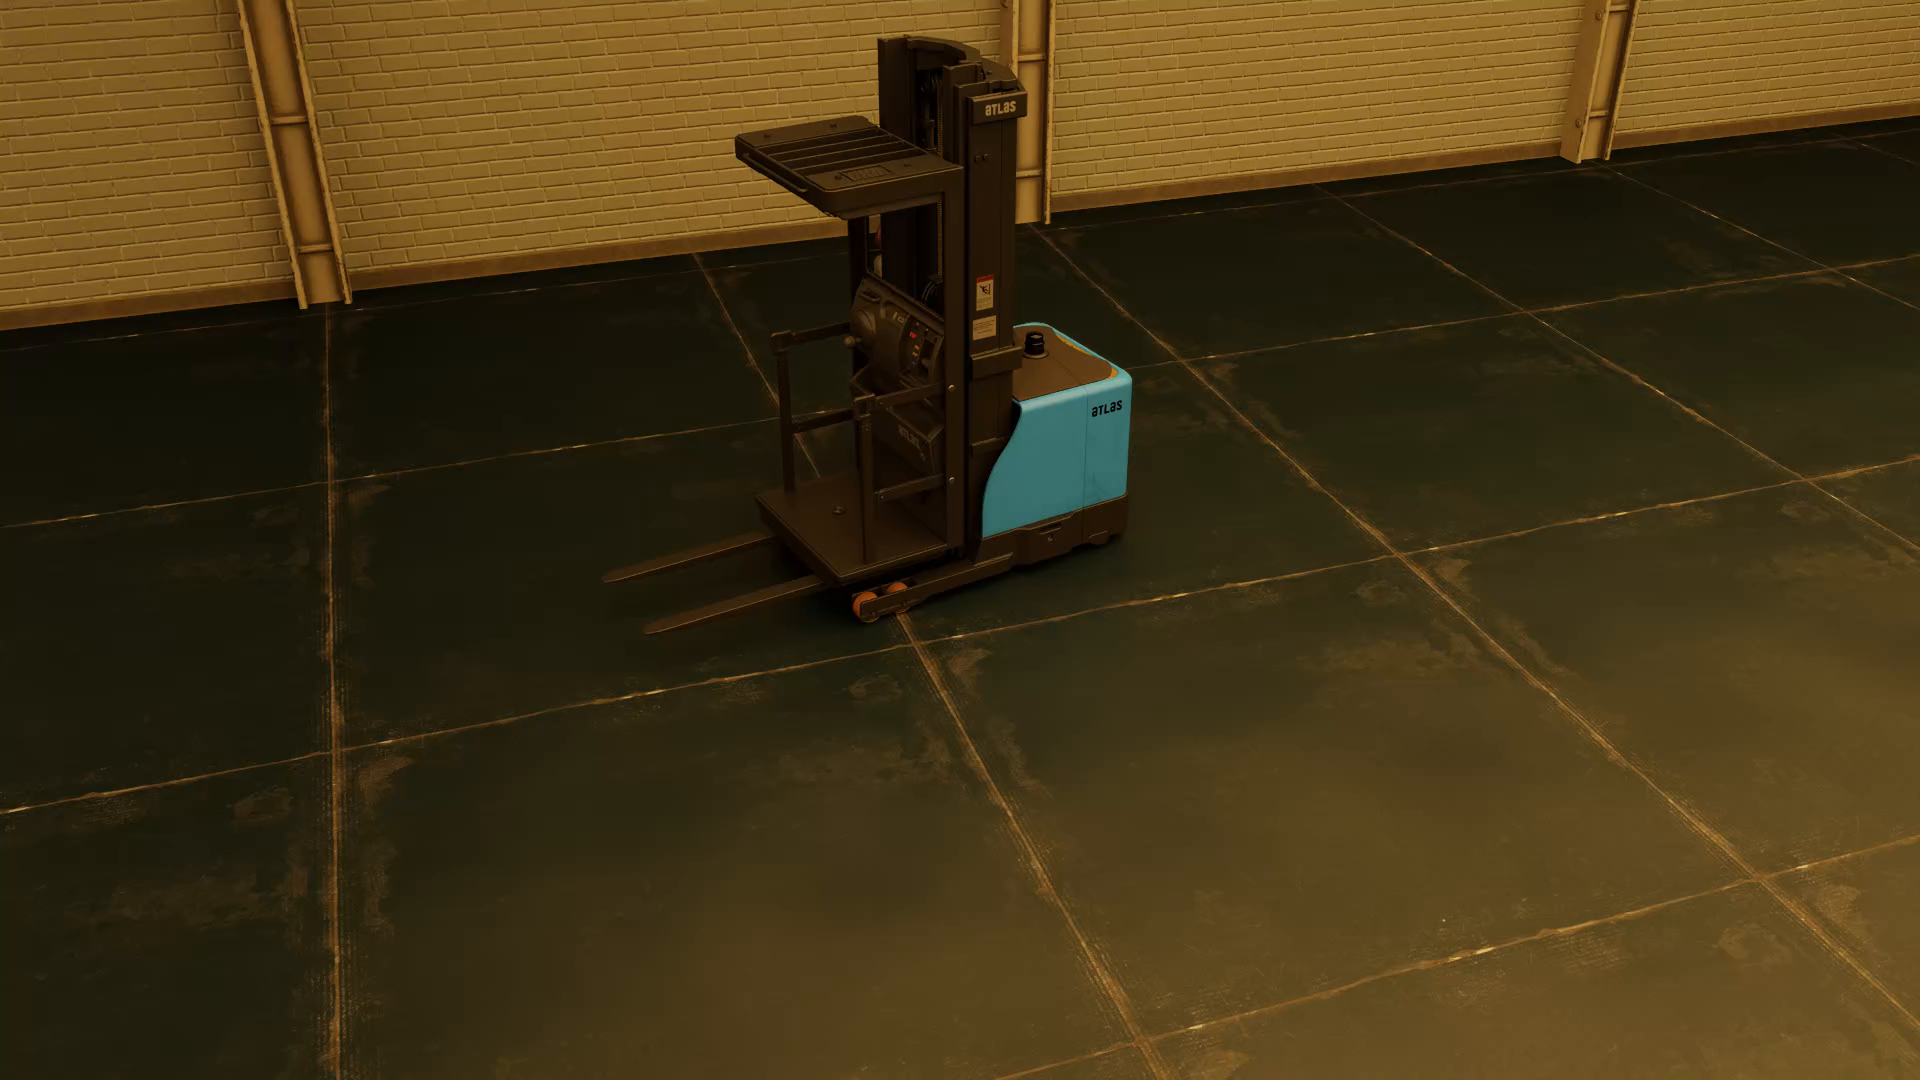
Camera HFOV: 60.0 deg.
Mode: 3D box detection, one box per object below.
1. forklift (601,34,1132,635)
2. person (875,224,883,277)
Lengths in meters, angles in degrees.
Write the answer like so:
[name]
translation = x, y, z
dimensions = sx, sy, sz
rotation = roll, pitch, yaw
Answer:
[forklift]
translation = -0.524, -1.114, 9.022
dimensions = 3.031, 2.935, 1.130
rotation = -17, 34, -27
[person]
translation = -0.289, -1.275, 10.627
dimensions = 0.473, 1.598, 0.521
rotation = -7, 31, -12
